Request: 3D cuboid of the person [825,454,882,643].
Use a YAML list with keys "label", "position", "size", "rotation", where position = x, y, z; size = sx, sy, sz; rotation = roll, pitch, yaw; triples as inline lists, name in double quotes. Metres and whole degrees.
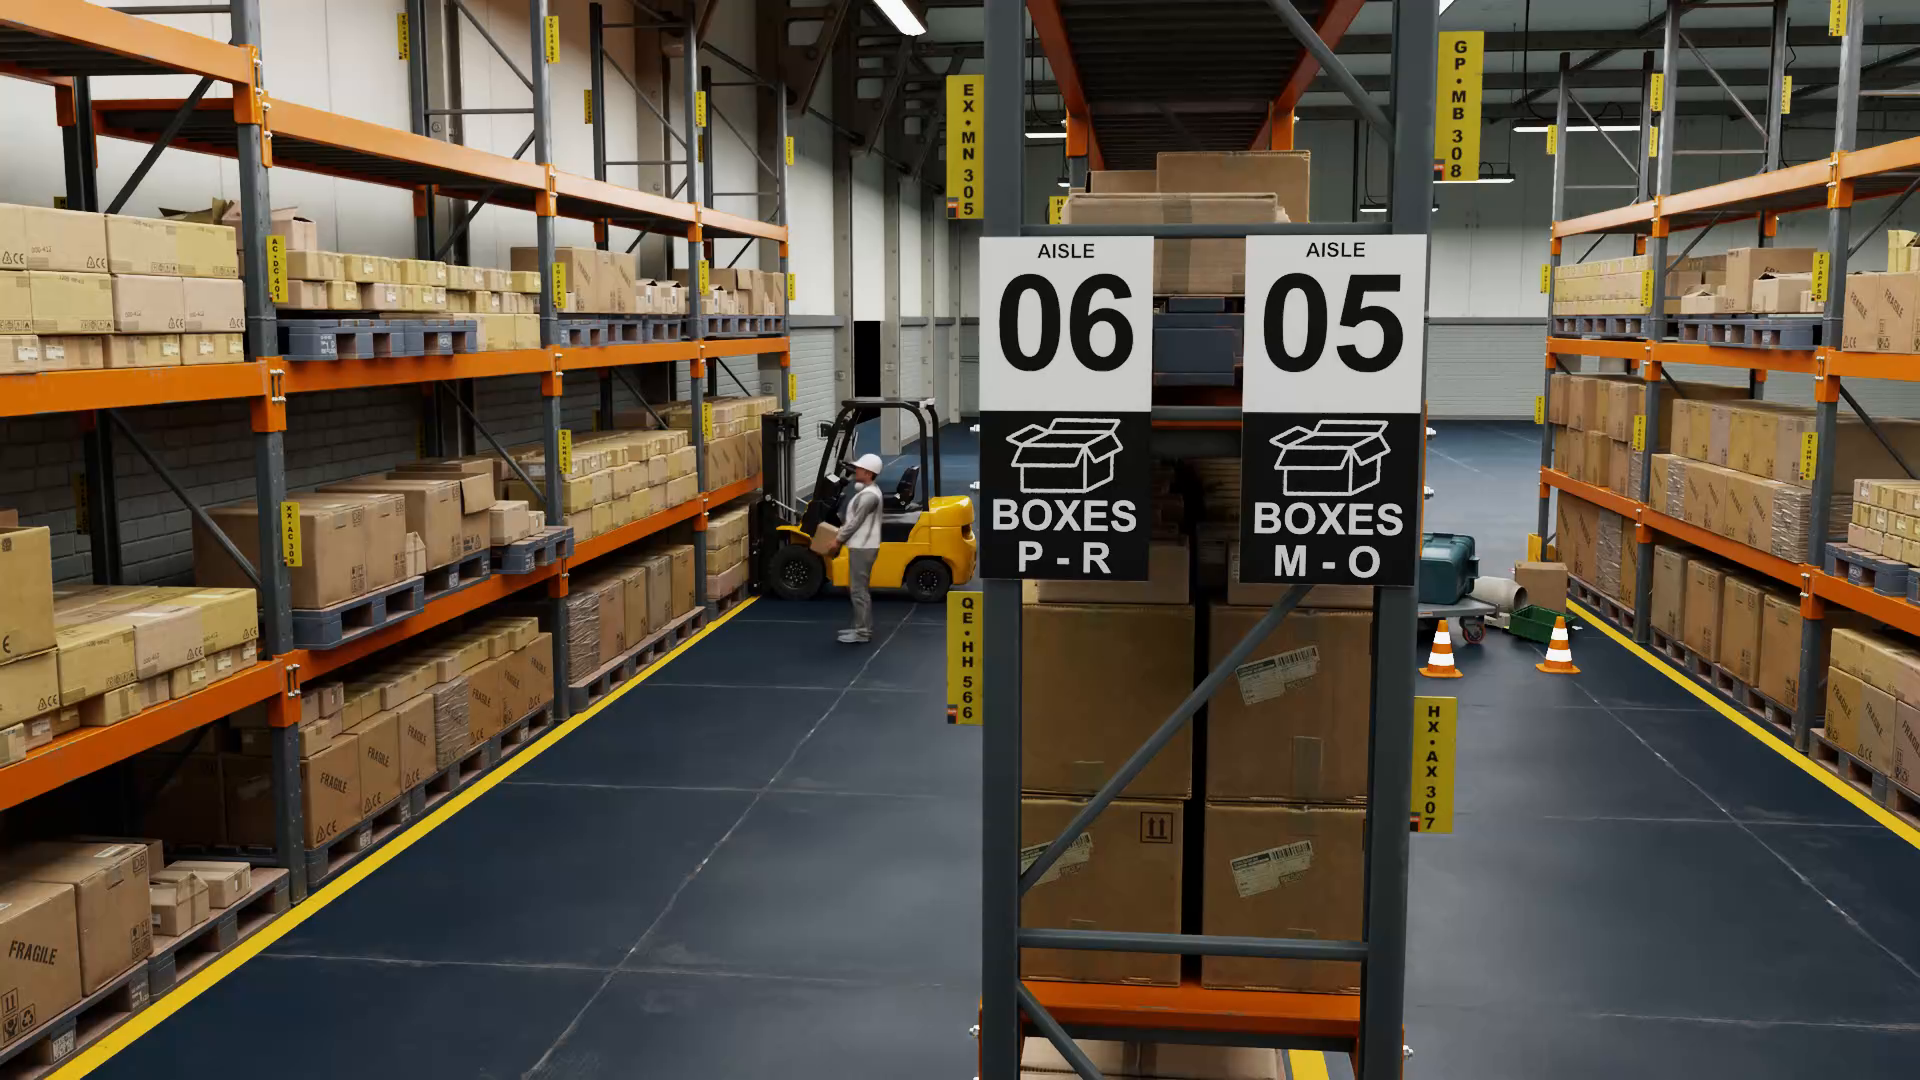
- label: "person"
  position: [-0.996, 0.074, 15.615]
  size: [0.540, 1.776, 0.531]
  rotation: [0, 8, -2]
